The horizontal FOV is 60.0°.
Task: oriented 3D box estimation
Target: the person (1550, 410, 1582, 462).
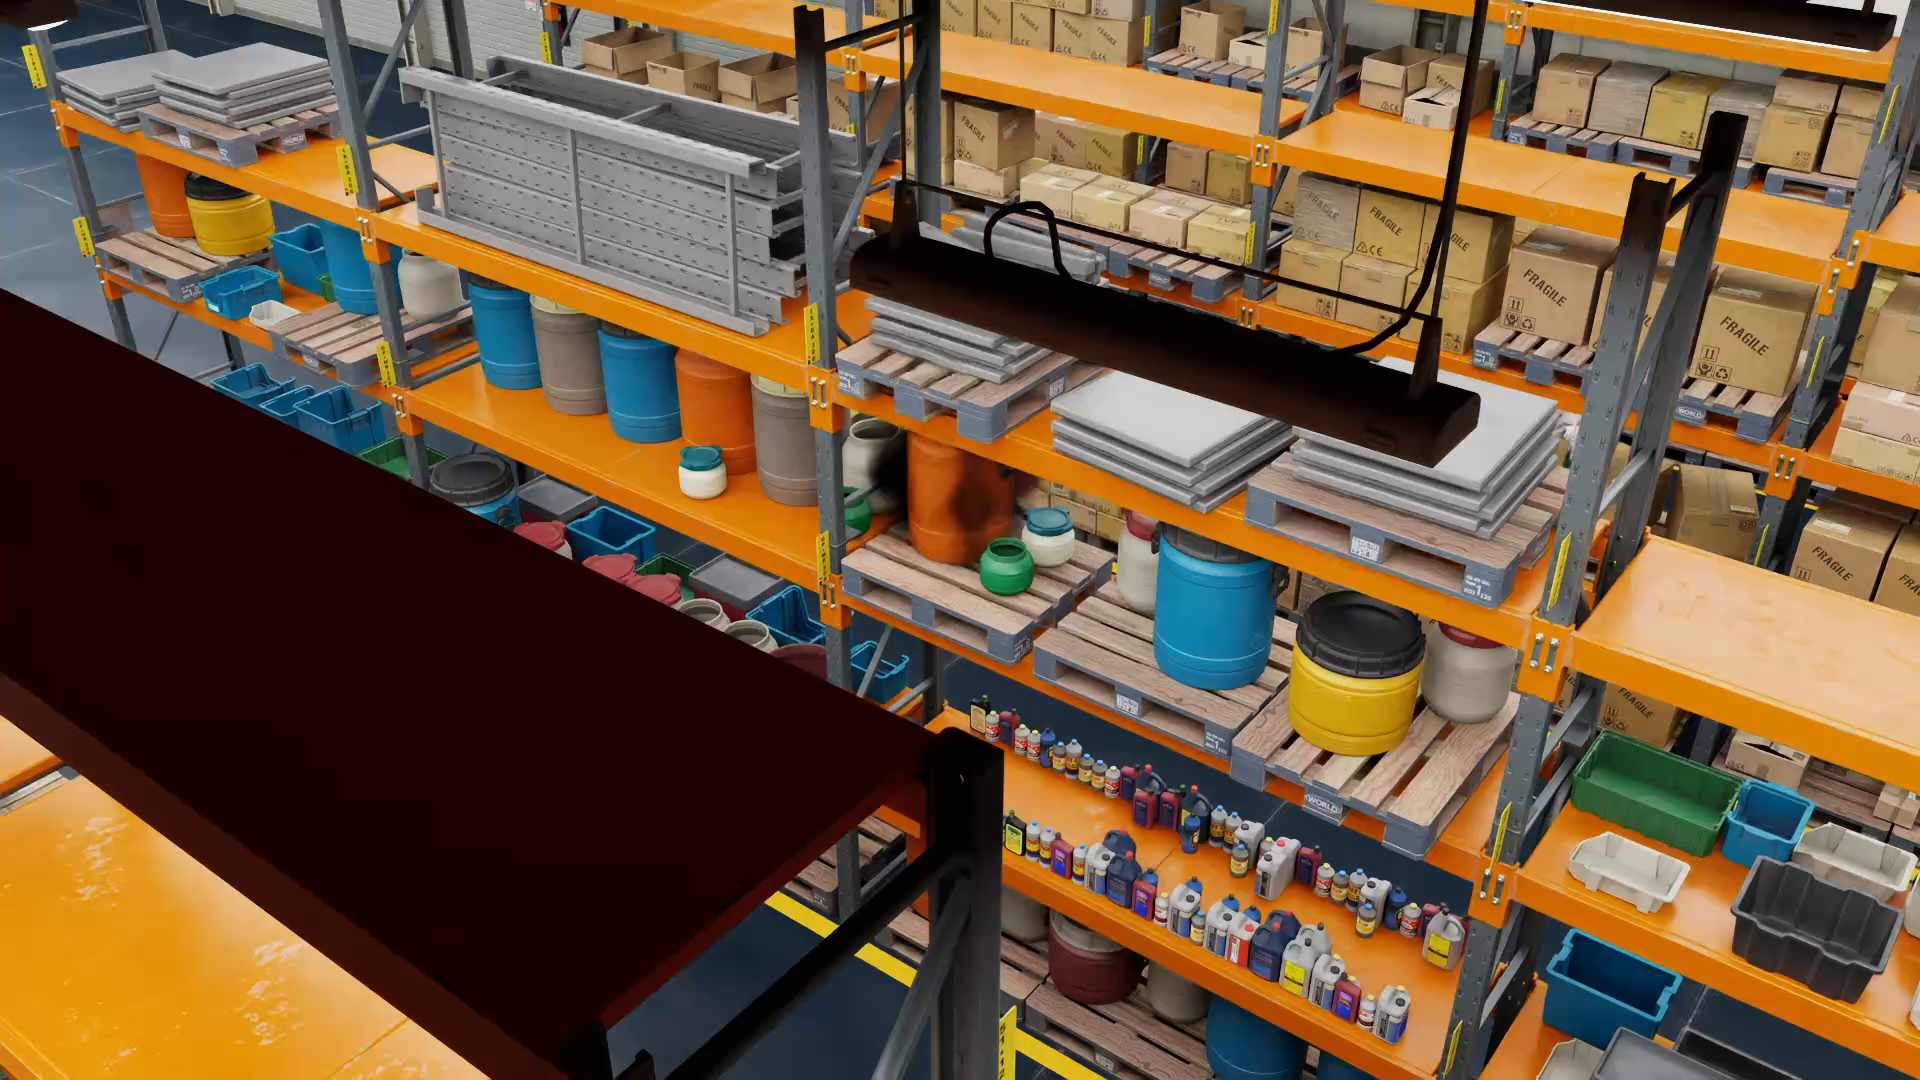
[{"bbox_3d":[5.728,-1.128,15.459,1.023,1.754,0.707,14,34,21],"label":"person"}]
